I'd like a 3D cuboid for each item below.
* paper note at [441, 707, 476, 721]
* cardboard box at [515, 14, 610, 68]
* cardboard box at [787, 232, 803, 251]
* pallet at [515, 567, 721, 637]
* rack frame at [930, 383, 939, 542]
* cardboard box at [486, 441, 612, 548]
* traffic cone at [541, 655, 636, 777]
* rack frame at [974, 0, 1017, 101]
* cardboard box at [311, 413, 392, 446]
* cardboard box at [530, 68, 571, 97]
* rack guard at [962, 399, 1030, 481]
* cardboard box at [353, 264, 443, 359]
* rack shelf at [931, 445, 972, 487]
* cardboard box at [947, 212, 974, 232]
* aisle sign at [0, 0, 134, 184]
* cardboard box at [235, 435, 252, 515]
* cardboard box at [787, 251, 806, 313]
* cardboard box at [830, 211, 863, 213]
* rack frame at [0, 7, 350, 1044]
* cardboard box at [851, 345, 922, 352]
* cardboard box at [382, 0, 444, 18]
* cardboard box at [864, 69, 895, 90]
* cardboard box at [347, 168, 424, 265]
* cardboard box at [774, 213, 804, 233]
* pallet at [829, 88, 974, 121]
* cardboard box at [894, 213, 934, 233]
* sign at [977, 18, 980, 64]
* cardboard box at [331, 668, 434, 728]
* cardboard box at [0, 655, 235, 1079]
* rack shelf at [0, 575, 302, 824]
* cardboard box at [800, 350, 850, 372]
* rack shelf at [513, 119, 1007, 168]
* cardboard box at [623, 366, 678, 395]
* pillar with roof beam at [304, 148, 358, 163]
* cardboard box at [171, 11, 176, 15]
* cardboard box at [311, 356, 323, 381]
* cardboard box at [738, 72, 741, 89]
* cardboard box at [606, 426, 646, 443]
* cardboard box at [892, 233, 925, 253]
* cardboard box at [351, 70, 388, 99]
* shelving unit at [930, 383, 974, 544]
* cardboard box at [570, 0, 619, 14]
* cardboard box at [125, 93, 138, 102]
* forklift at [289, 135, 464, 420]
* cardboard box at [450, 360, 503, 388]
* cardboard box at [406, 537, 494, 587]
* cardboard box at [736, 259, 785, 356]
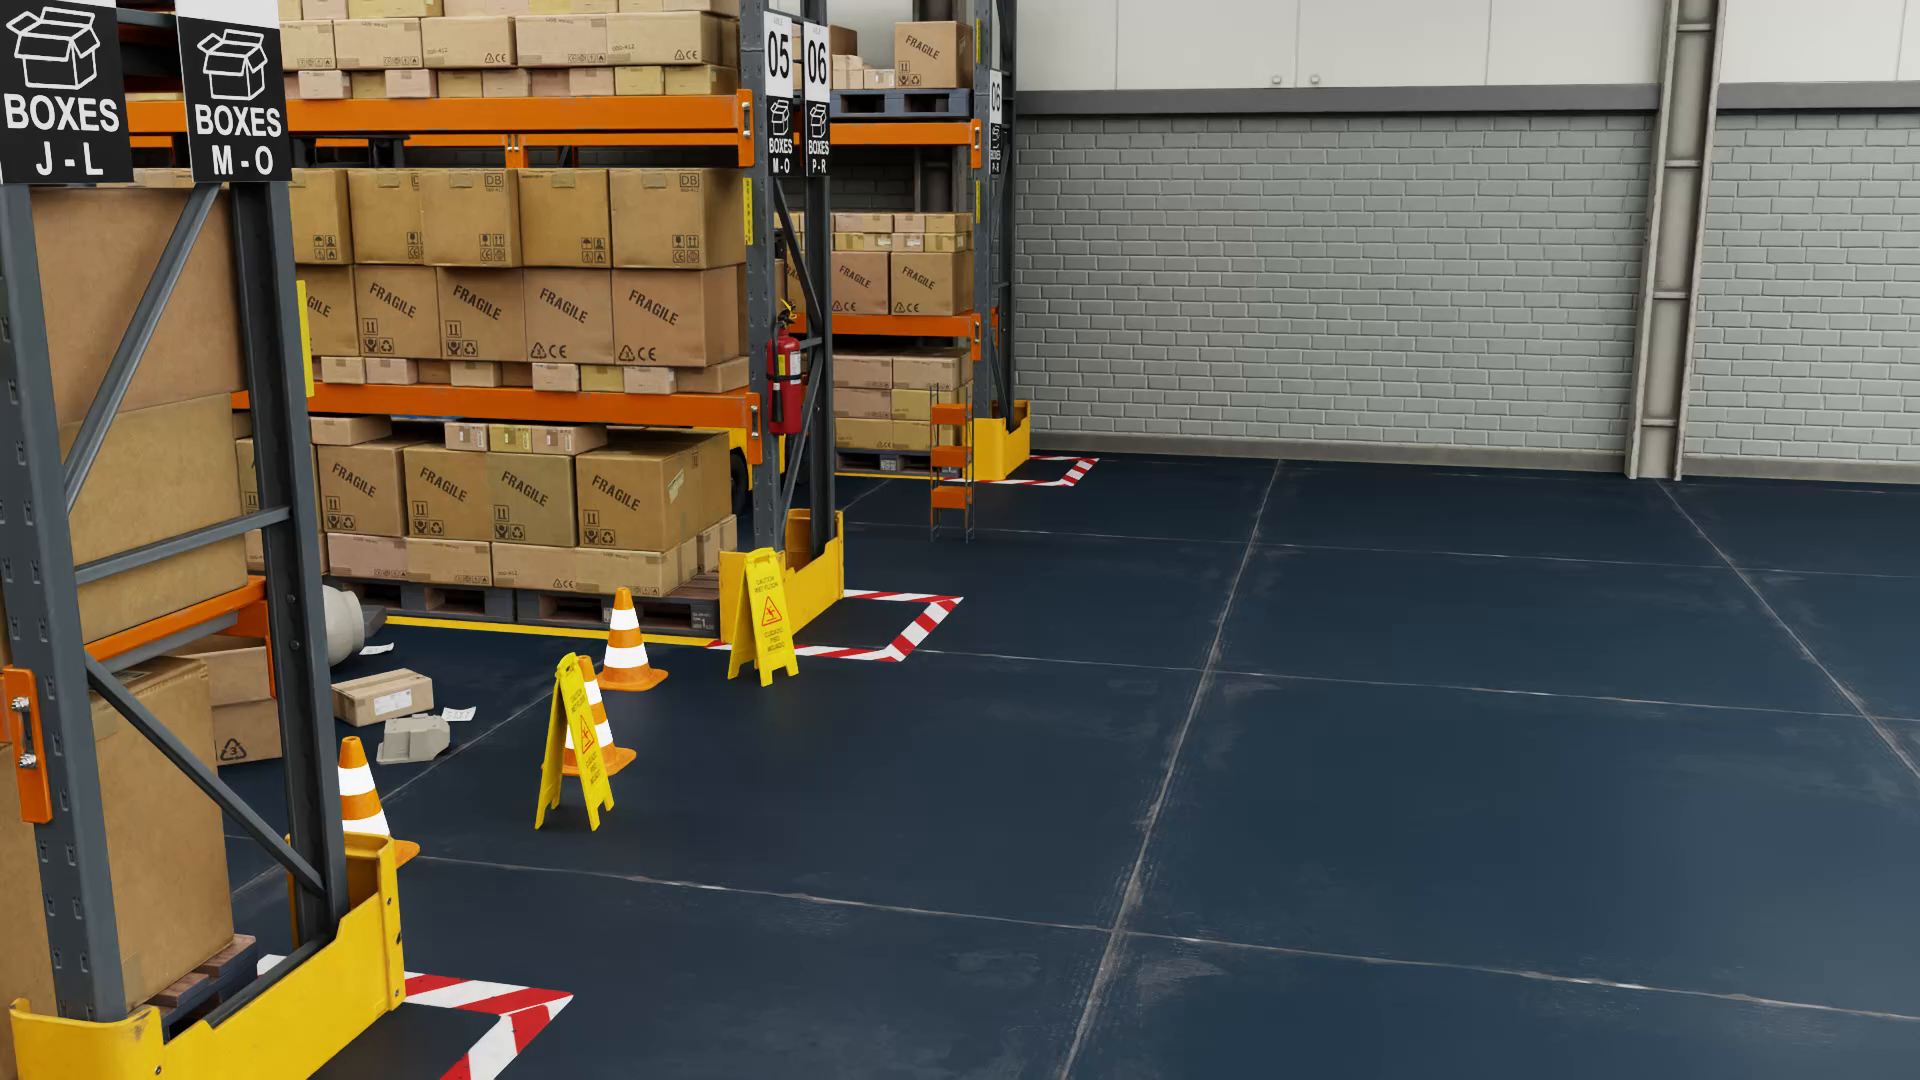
[{"bbox_3d":[-2.294,0.792,7.591,0.142,0.019,0.148,-1,13,-6],"label":"paper note"},{"bbox_3d":[-1.946,-2.562,8.590,0.500,0.250,0.500,3,13,13],"label":"cardboard box"},{"bbox_3d":[-1.369,-2.457,13.652,0.250,0.149,0.380,3,13,14],"label":"cardboard box"},{"bbox_3d":[-1.753,0.281,9.479,1.213,0.211,1.003,3,13,14],"label":"pallet"},{"bbox_3d":[-0.170,-0.522,11.161,0.008,1.050,0.200,3,13,14],"label":"rack frame"},{"bbox_3d":[-2.247,-0.268,9.166,0.500,0.500,0.500,4,13,16],"label":"cardboard box"},{"bbox_3d":[-1.562,0.712,6.956,0.334,0.463,0.336,3,13,14],"label":"traffic cone"},{"bbox_3d":[0.286,-4.999,12.991,0.127,3.000,1.000,3,13,14],"label":"rack frame"},{"bbox_3d":[-3.406,-0.633,9.313,0.250,0.149,0.380,4,13,17],"label":"cardboard box"},{"bbox_3d":[-2.042,-2.382,8.700,0.250,0.149,0.380,3,13,14],"label":"cardboard box"},{"bbox_3d":[0.310,-0.849,13.906,0.348,0.500,1.175,3,13,14],"label":"rack guard"},{"bbox_3d":[-2.950,-1.275,9.136,0.500,0.500,0.500,3,13,14],"label":"cardboard box"},{"bbox_3d":[-0.052,-0.505,11.135,0.240,0.259,0.215,3,13,14],"label":"rack shelf"},{"bbox_3d":[0.012,-2.644,13.809,0.250,0.149,0.380,3,13,12],"label":"cardboard box"},{"bbox_3d":[-1.990,-1.183,3.638,0.004,0.787,0.394,3,13,14],"label":"aisle sign"},{"bbox_3d":[-4.275,-0.376,9.648,0.500,0.500,0.500,4,13,16],"label":"cardboard box"},{"bbox_3d":[-1.253,-2.145,13.746,0.500,0.500,0.500,3,13,12],"label":"cardboard box"},{"bbox_3d":[-0.993,-2.699,14.060,0.250,0.149,0.380,3,13,15],"label":"cardboard box"},{"bbox_3d":[-1.987,0.020,4.220,0.127,3.000,1.000,3,13,14],"label":"rack frame"},{"bbox_3d":[-0.621,-1.511,14.190,0.500,0.250,0.500,3,13,14],"label":"cardboard box"},{"bbox_3d":[-2.795,-2.786,8.677,0.250,0.149,0.380,3,13,15],"label":"cardboard box"},{"bbox_3d":[-0.591,-3.645,13.193,0.250,0.149,0.380,3,13,12],"label":"cardboard box"},{"bbox_3d":[-2.908,-1.777,9.092,0.500,0.500,0.700,3,13,13],"label":"cardboard box"},{"bbox_3d":[-1.375,-2.601,13.615,0.250,0.149,0.380,3,13,15],"label":"cardboard box"},{"bbox_3d":[-0.394,-3.534,13.516,1.213,0.211,1.003,3,13,14],"label":"pallet"},{"bbox_3d":[-0.359,-2.562,13.440,0.250,0.149,0.380,3,13,14],"label":"cardboard box"},{"bbox_3d":[0.143,-3.815,12.718,0.005,0.325,0.100,3,13,14],"label":"sign"},{"bbox_3d":[-2.655,0.722,7.636,0.250,0.149,0.380,12,17,43],"label":"cardboard box"},{"bbox_3d":[-2.661,0.831,4.501,0.875,0.875,0.875,3,13,14],"label":"cardboard box"},{"bbox_3d":[-3.929,0.267,4.766,4.000,0.370,1.077,3,13,14],"label":"rack shelf"},{"bbox_3d":[-1.225,-1.429,13.820,0.500,0.250,0.500,3,13,14],"label":"cardboard box"},{"bbox_3d":[-1.655,-3.288,13.862,4.000,0.370,1.077,3,13,14],"label":"rack shelf"},{"bbox_3d":[-1.586,-0.868,8.801,0.250,0.149,0.380,3,13,13],"label":"cardboard box"},{"bbox_3d":[-7.030,-4.631,11.331,0.400,9.000,9.100,3,13,14],"label":"pillar with roof beam"},{"bbox_3d":[-4.041,-2.857,9.000,0.250,0.149,0.380,3,13,12],"label":"cardboard box"},{"bbox_3d":[-3.533,-0.991,9.354,0.250,0.149,0.380,3,13,13],"label":"cardboard box"},{"bbox_3d":[-1.143,-2.454,9.023,0.250,0.149,0.380,3,13,14],"label":"cardboard box"},{"bbox_3d":[-2.148,-0.383,9.681,0.500,0.500,0.500,3,13,11],"label":"cardboard box"},{"bbox_3d":[-0.373,-2.402,13.407,0.250,0.149,0.380,3,13,14],"label":"cardboard box"},{"bbox_3d":[-3.039,-2.428,8.906,0.250,0.149,0.380,3,13,14],"label":"cardboard box"},{"bbox_3d":[-0.052,-0.515,11.133,0.252,1.050,0.215,3,13,14],"label":"shelving unit"},{"bbox_3d":[-1.792,-2.744,8.490,0.250,0.149,0.380,3,13,13],"label":"cardboard box"},{"bbox_3d":[-4.536,-2.507,9.265,0.250,0.149,0.380,3,13,13],"label":"cardboard box"},{"bbox_3d":[-4.914,-1.863,12.864,1.130,2.935,3.031,-11,17,-41],"label":"forklift"},{"bbox_3d":[-2.572,-0.930,9.080,0.250,0.149,0.380,3,13,13],"label":"cardboard box"},{"bbox_3d":[-2.759,0.071,9.368,0.500,0.250,0.500,3,13,12],"label":"cardboard box"},{"bbox_3d":[-1.293,-1.304,9.266,0.500,0.500,0.500,3,13,13],"label":"cardboard box"}]
